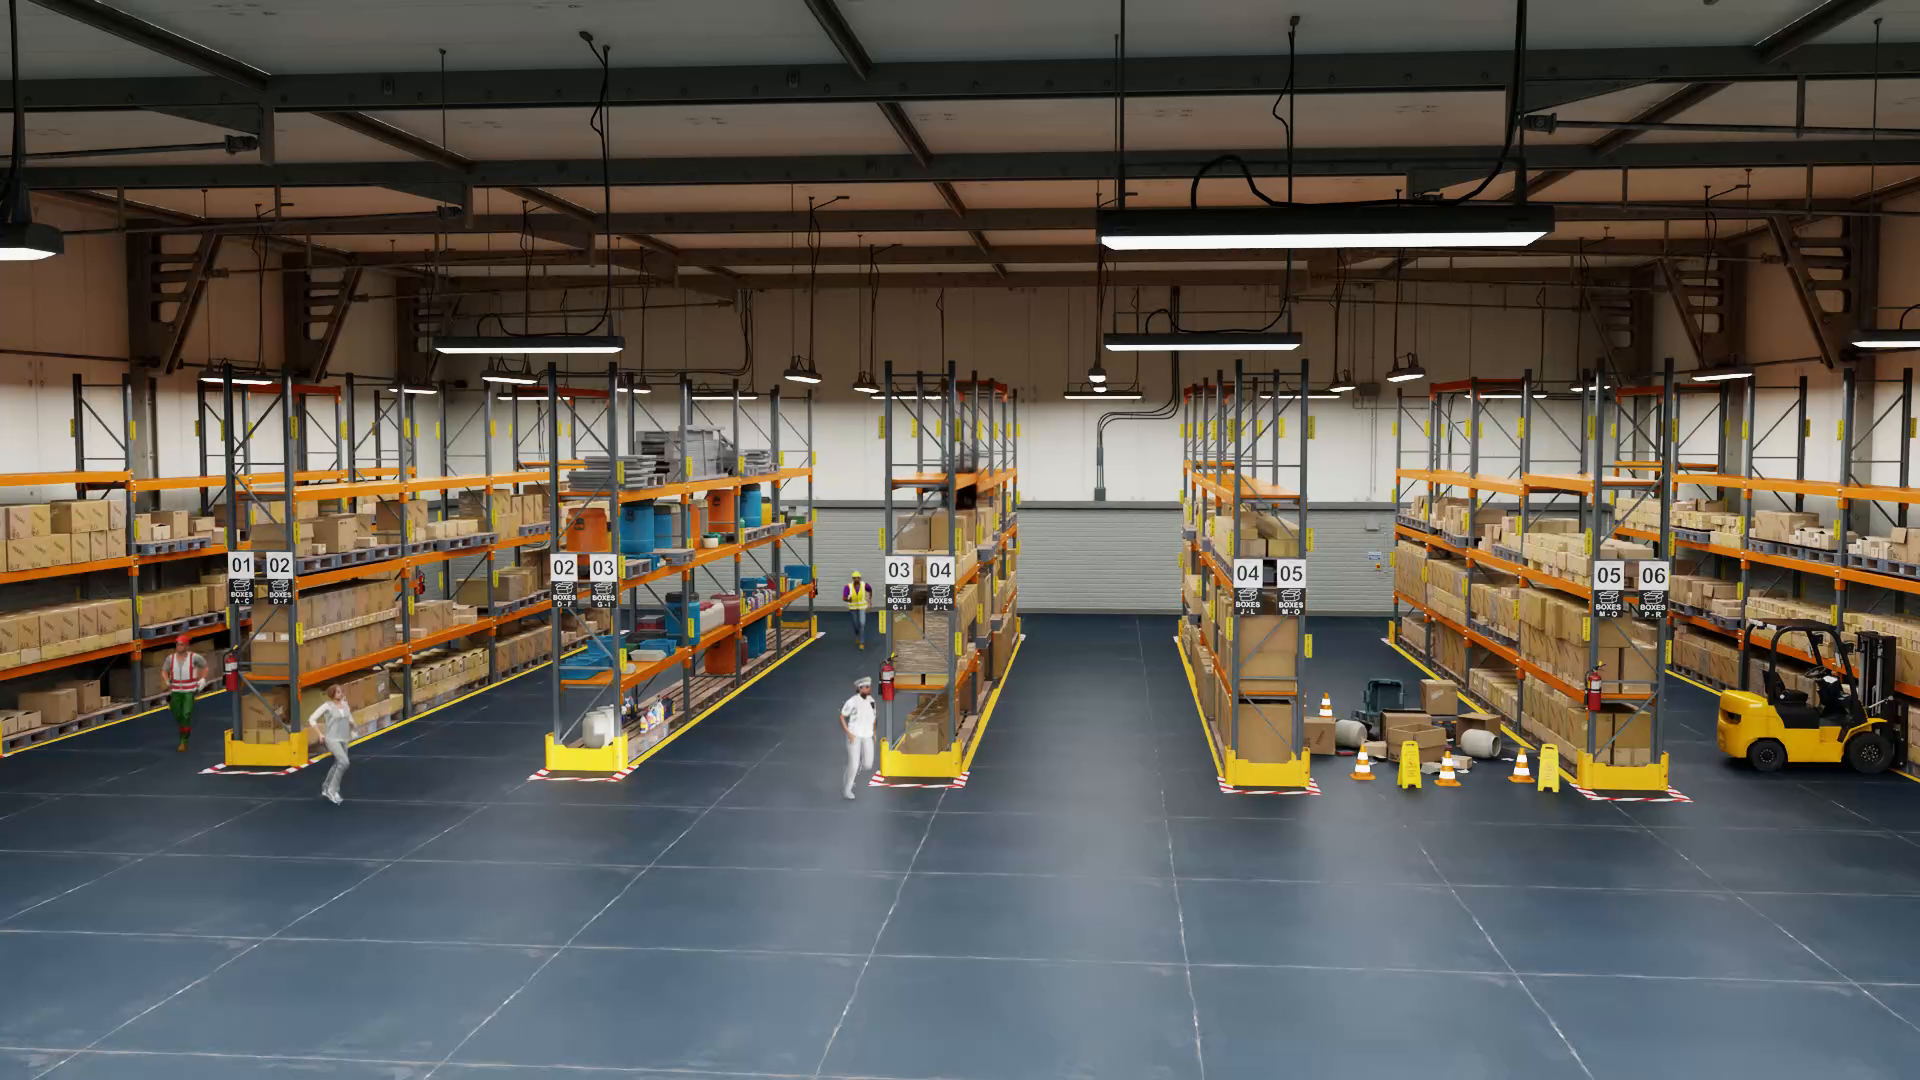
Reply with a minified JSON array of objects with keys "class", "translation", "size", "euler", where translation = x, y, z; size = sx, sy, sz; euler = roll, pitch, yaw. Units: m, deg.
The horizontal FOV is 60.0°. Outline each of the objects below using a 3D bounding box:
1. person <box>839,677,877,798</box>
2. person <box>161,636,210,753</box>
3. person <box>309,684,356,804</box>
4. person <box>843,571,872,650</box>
[{"class":"person","translation":[-1.372,2.703,22.864],"size":[0.623,1.650,0.522],"euler":[-3,5,-34]},{"class":"person","translation":[-12.209,2.392,26.191],"size":[0.641,1.792,0.839],"euler":[-1,4,-9]},{"class":"person","translation":[-8.360,2.733,22.318],"size":[0.672,1.604,0.504],"euler":[2,4,25]},{"class":"person","translation":[-2.359,1.599,38.255],"size":[0.664,1.771,0.977],"euler":[0,4,1]}]
